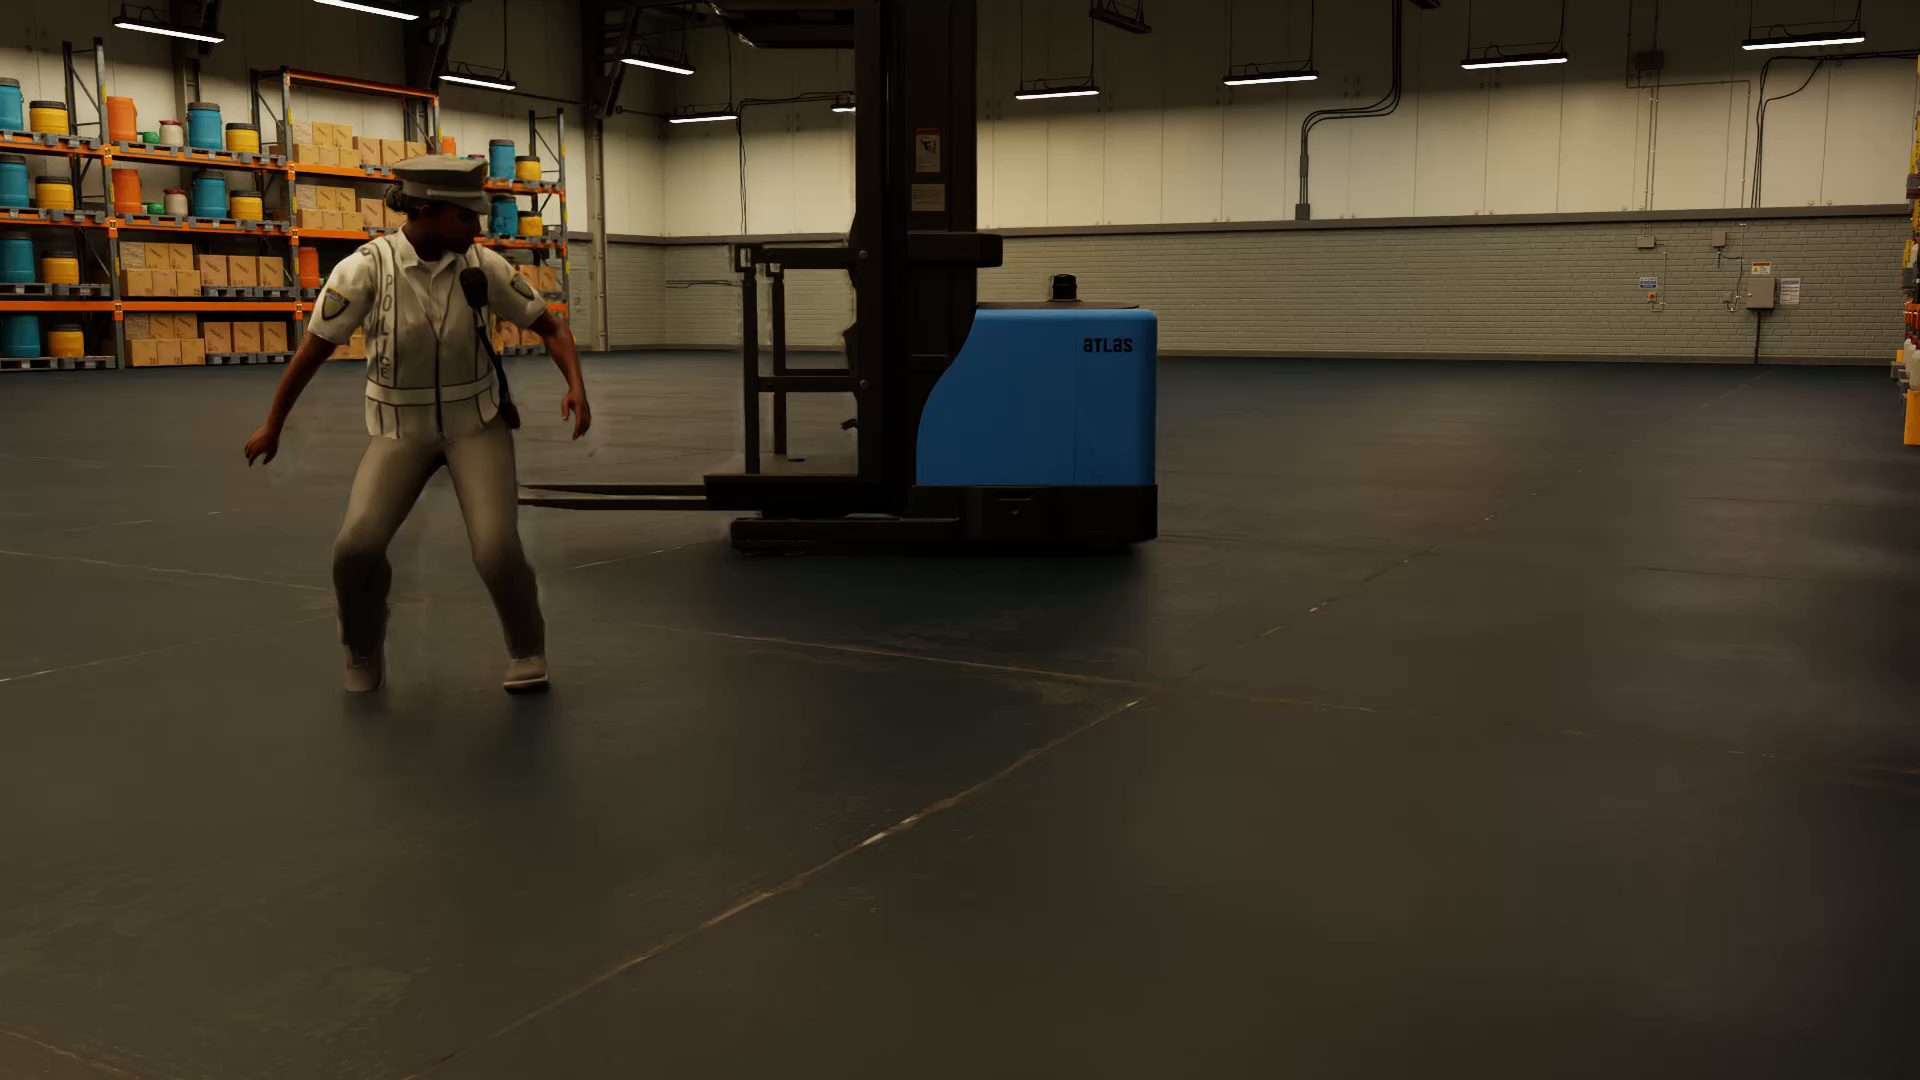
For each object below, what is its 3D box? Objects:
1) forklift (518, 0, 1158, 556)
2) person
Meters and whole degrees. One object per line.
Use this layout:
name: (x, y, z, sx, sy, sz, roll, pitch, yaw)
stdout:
forklift: (-0.635, -1.453, 7.624, 3.031, 2.935, 1.130, 0, 8, 1)
person: (-1.492, -0.272, 4.580, 0.908, 1.532, 0.504, -3, 8, -18)
